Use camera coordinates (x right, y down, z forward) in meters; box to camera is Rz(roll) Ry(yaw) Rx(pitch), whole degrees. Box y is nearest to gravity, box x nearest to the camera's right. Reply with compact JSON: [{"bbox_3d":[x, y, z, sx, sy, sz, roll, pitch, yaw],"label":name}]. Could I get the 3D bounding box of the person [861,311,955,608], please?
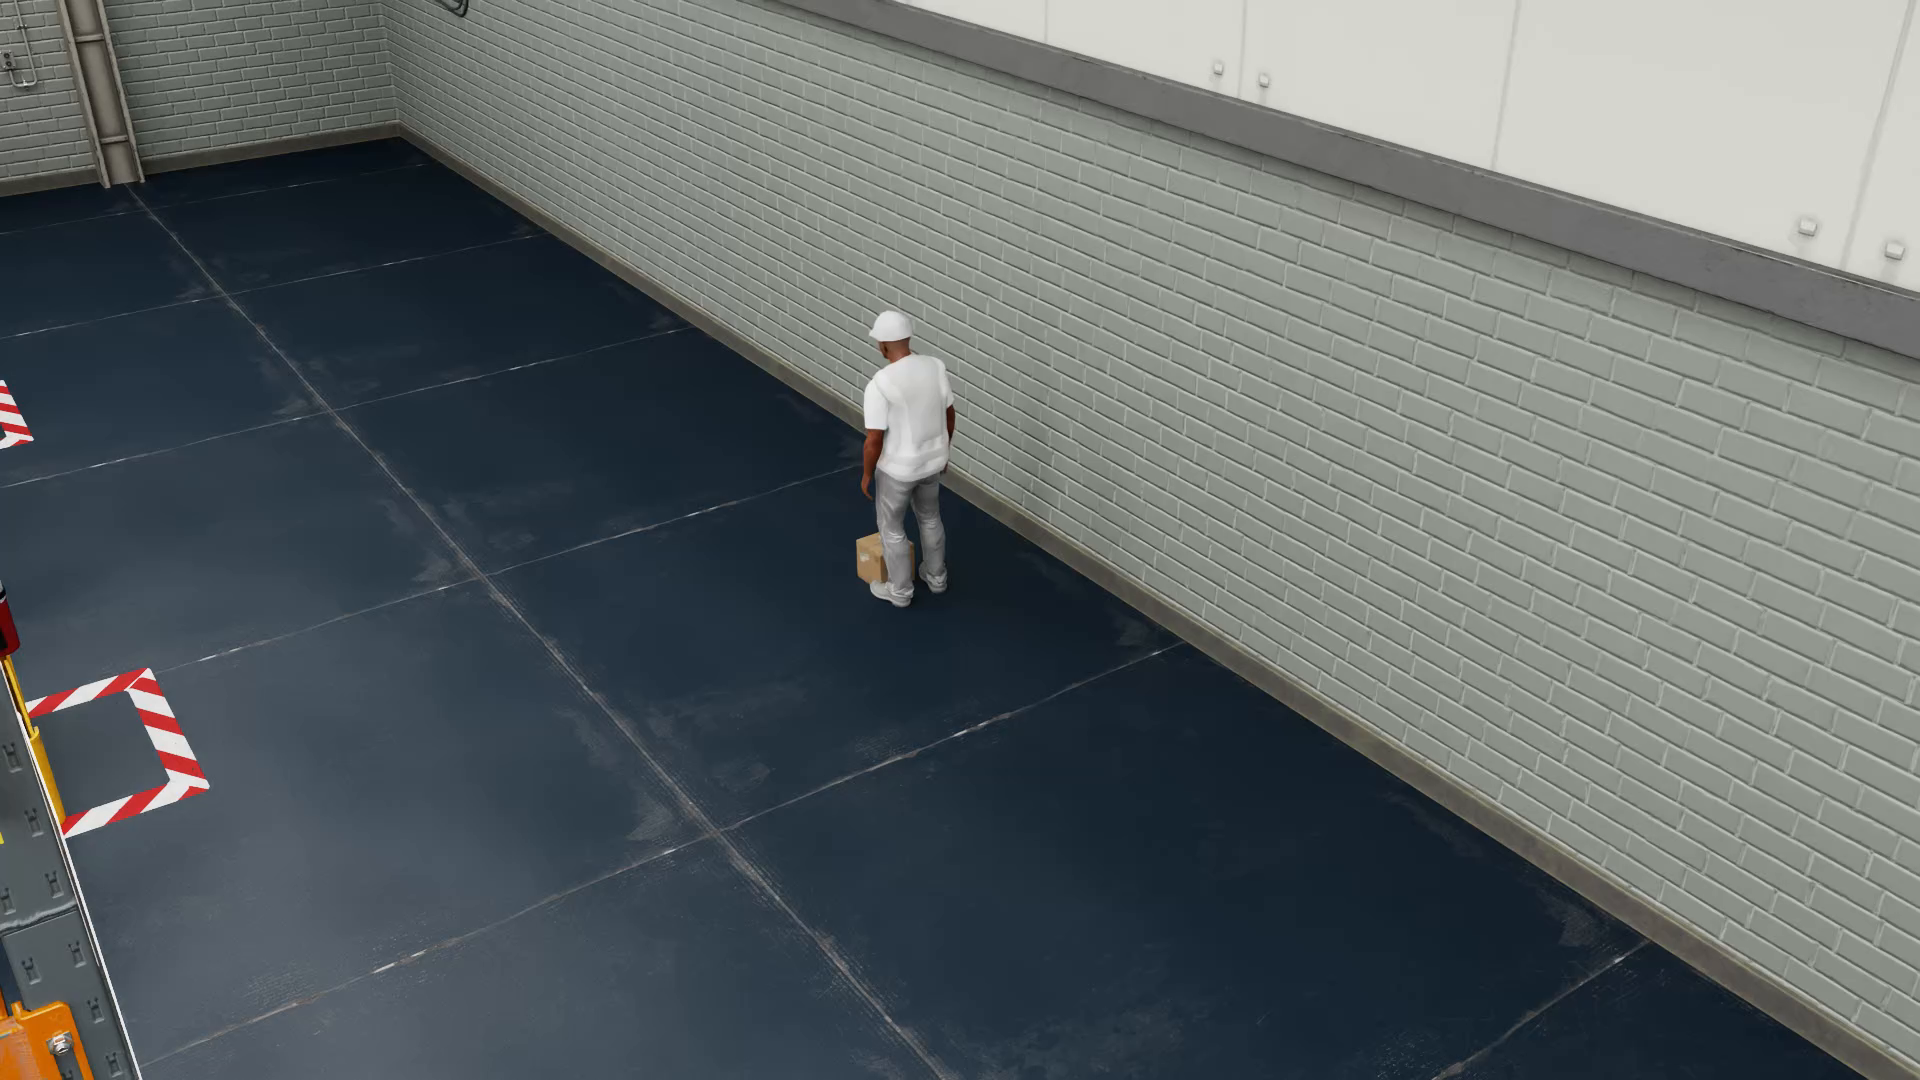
[{"bbox_3d":[-0.307,-0.457,9.451,0.625,1.759,0.463,-20,34,-33],"label":"person"}]
